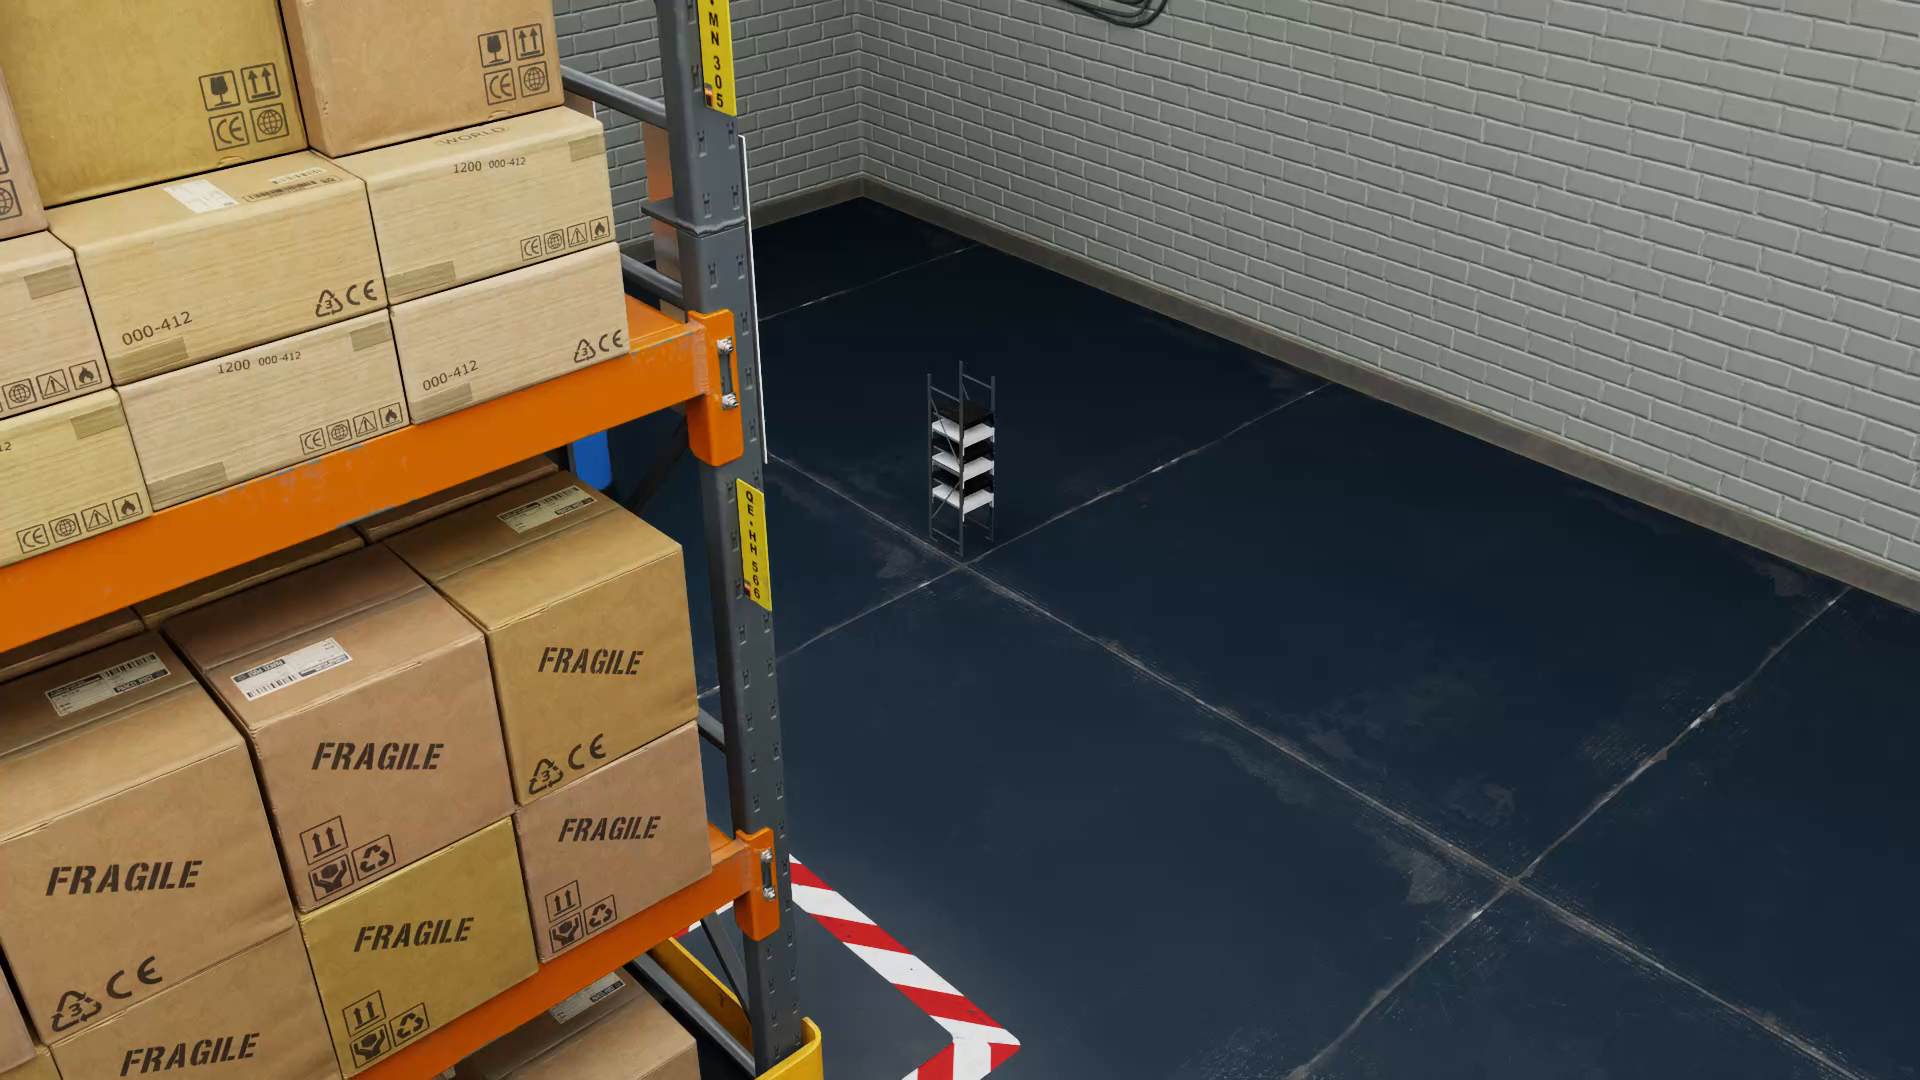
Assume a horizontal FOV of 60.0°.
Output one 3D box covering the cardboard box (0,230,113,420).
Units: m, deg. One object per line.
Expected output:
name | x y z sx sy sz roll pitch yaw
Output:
cardboard box | -1.789 -0.372 2.773 0.500 0.250 0.500 -26 40 -35

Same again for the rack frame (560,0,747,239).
rack frame | -0.850 -2.136 3.117 0.127 3.000 1.000 -26 40 -35

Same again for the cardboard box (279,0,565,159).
cardboard box | -1.216 -1.137 3.304 0.500 0.500 0.700 -26 40 -35

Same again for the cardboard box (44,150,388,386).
cardboard box | -1.420 -0.548 3.060 0.500 0.250 0.500 -26 40 -35

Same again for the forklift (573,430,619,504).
forklift | -3.254 -1.359 7.663 3.031 2.935 1.130 12 33 19

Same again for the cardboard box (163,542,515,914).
cardboard box | -1.359 0.397 3.671 0.500 0.500 0.500 -25 39 -34

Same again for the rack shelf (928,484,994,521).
rack shelf | 0.006 -0.205 8.131 0.200 0.077 0.258 -26 40 -35

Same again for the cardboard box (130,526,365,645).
cardboard box | -1.733 0.199 3.995 0.500 0.500 0.500 -25 40 -35

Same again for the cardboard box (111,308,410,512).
cardboard box | -1.422 -0.336 3.192 0.500 0.250 0.500 -26 40 -35

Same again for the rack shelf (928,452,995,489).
rack shelf | 0.006 -0.358 8.037 0.200 0.077 0.258 -26 40 -35

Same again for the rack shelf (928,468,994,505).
rack shelf | 0.006 -0.282 8.084 0.200 0.077 0.258 -26 40 -35

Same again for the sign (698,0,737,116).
sign | -0.487 -1.014 3.310 0.005 0.325 0.100 -26 40 -35

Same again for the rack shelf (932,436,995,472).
rack shelf | 0.006 -0.435 7.990 0.200 0.077 0.258 -26 40 -35

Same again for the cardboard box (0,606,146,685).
cardboard box | -2.103 0.375 3.707 0.500 0.500 0.500 -25 39 -35

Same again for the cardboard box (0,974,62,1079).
cardboard box | -2.111 1.183 3.344 0.500 0.500 0.500 -26 40 -36

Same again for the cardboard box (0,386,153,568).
cardboard box | -1.779 -0.154 2.894 0.500 0.250 0.500 -26 40 -35

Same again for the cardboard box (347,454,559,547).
cardboard box | -1.355 0.011 4.303 0.500 0.500 0.500 -24 39 -34

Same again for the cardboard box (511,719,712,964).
cardboard box | -0.993 0.644 4.226 0.500 0.500 0.500 -24 39 -34

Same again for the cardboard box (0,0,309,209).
cardboard box | -1.640 -0.992 3.067 0.500 0.500 0.700 -26 40 -35

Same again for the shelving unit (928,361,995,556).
shelving unit | 0.006 -0.387 8.020 0.210 0.900 0.258 -26 40 -35

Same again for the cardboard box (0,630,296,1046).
cardboard box | -1.736 0.583 3.368 0.500 0.500 0.500 -25 39 -34

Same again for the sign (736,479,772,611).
sign | -0.487 0.014 3.939 0.005 0.325 0.100 -26 40 -35

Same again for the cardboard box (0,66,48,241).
cardboard box | -1.934 -0.774 2.710 0.500 0.500 0.700 -26 40 -35

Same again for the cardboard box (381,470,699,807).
cardboard box | -0.989 0.217 3.965 0.500 0.500 0.500 -26 40 -36

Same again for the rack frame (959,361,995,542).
rack frame | 0.081 -0.423 8.079 0.006 0.900 0.240 -26 40 -35

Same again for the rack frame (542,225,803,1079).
rack frame | -0.850 0.424 4.682 0.127 3.000 1.000 -26 40 -35

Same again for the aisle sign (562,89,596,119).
aisle sign | -1.000 -0.822 4.227 0.004 0.787 0.394 -26 40 -35

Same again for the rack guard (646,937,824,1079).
rack guard | -0.906 1.517 5.290 0.348 0.500 1.175 -26 40 -35

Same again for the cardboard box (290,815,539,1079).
cardboard box | -1.371 0.829 3.923 0.500 0.500 0.500 -25 40 -35

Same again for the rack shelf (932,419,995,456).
rack shelf | 0.006 -0.512 7.943 0.200 0.077 0.258 -26 40 -35

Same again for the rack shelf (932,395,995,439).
rack shelf | 0.006 -0.589 7.896 0.200 0.077 0.258 -26 40 -35

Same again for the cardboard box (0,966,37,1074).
cardboard box | -2.113 0.765 3.070 0.500 0.500 0.500 -24 39 -34

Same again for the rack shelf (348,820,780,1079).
rack shelf | -2.317 1.440 3.709 4.000 0.370 1.077 -26 40 -35

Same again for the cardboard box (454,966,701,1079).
cardboard box | -1.081 1.589 4.750 0.500 0.500 0.500 -26 40 -35

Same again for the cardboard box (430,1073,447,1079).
cardboard box | -1.808 1.671 4.857 0.500 0.250 0.500 -26 40 -35

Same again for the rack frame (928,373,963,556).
rack frame | -0.069 -0.351 7.961 0.006 0.900 0.240 -26 40 -35

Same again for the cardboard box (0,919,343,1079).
cardboard box | -1.741 1.004 3.637 0.500 0.500 0.500 -25 40 -35

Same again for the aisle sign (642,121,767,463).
aisle sign | -0.592 -0.593 3.852 0.004 0.787 0.394 -26 40 -35

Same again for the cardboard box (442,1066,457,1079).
cardboard box | -1.574 1.550 5.133 0.250 0.166 0.380 -26 40 -35

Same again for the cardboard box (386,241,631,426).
cardboard box | -1.047 -0.509 3.476 0.500 0.250 0.500 -26 40 -35

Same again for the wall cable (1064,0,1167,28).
wall cable | 0.169 -4.574 10.081 0.112 2.526 3.097 -26 40 -35

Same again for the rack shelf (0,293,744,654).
rack shelf | -2.317 0.160 2.927 4.000 0.370 1.077 -26 40 -35

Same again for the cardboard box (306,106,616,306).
cardboard box | -1.053 -0.726 3.351 0.500 0.250 0.500 -26 40 -35
